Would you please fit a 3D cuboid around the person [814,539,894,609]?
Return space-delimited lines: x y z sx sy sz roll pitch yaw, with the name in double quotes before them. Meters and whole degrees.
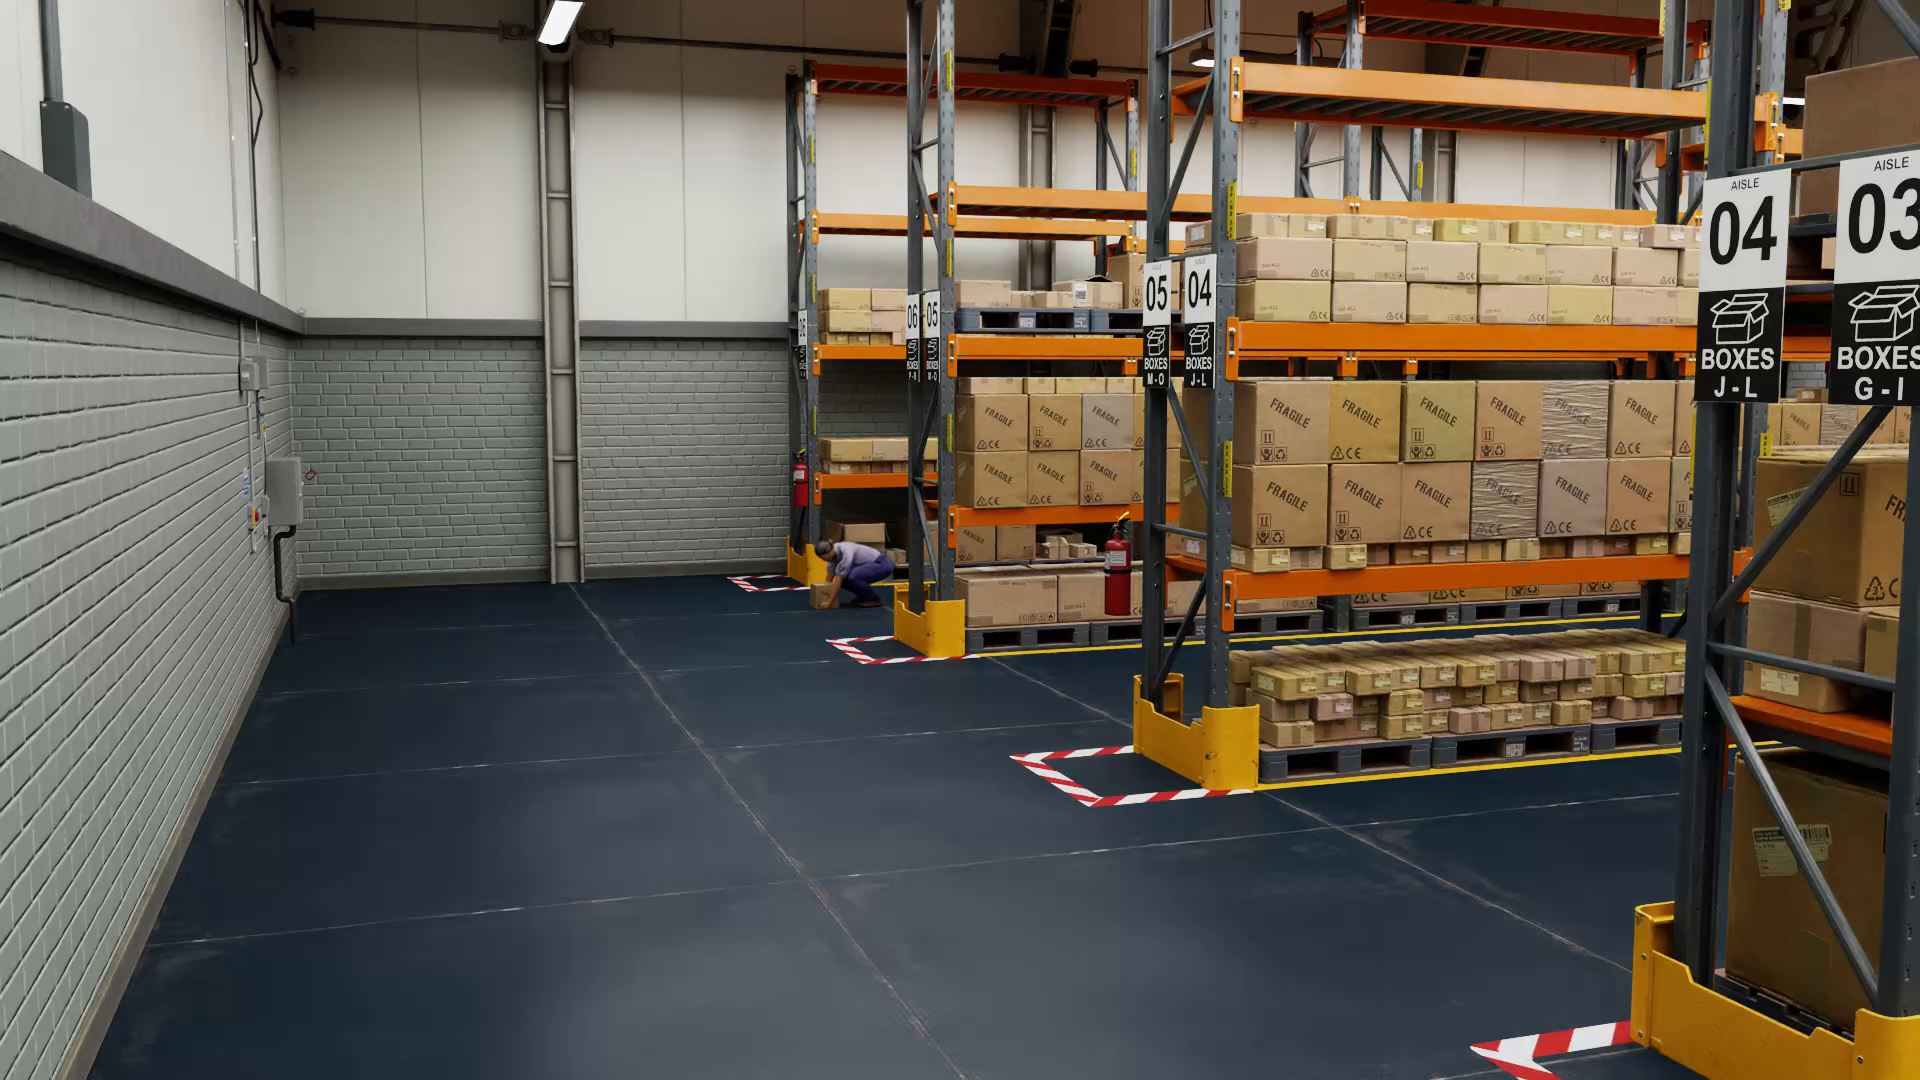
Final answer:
"person" -1.140 0.361 17.790 0.870 0.774 0.513 -2 6 -20
